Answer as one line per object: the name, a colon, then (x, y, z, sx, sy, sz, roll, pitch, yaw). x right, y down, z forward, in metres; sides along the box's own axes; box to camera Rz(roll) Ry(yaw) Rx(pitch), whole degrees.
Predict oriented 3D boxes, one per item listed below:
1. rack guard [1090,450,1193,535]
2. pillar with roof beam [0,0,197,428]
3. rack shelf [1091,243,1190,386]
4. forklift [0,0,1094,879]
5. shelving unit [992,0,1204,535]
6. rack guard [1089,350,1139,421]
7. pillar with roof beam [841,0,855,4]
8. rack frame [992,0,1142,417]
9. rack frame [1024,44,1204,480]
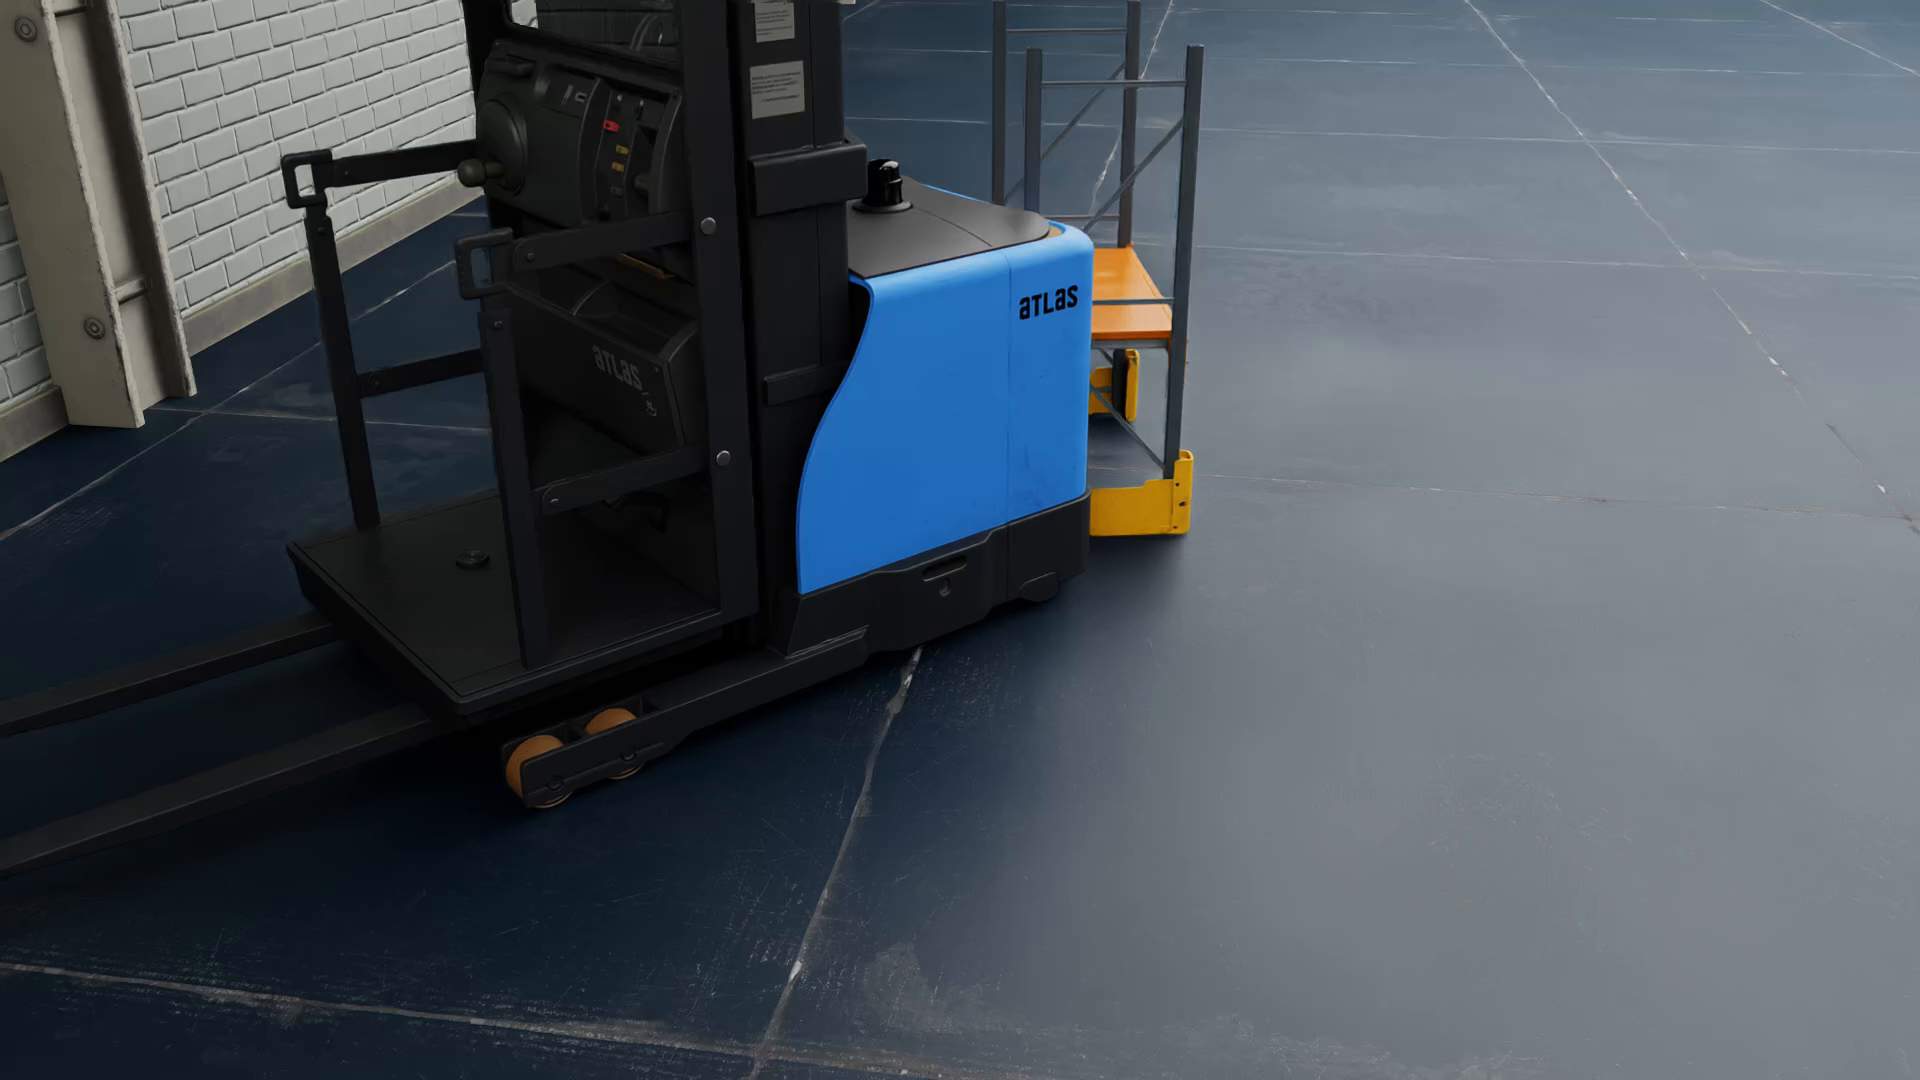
rack guard: (0.437, -0.145, 5.266, 0.587, 0.250, 0.087, -2, 25, -4)
pillar with roof beam: (1.093, -4.283, 3.784, 9.100, 9.000, 0.400, 4, 25, 9)
rack shelf: (0.400, -0.763, 5.535, 0.538, 0.185, 1.000, -2, 25, -4)
forklift: (-1.077, -0.950, 3.823, 3.031, 2.935, 1.130, -19, 31, -35)
shelving unit: (0.400, -0.922, 5.451, 0.587, 1.500, 1.083, -2, 25, -4)
rack guard: (0.363, -0.567, 6.165, 0.587, 0.250, 0.087, -2, 25, -4)
pillar with roof beam: (3.054, -9.301, 14.507, 9.100, 9.000, 0.400, 4, 25, 9)
rack frame: (0.362, -1.141, 5.918, 0.500, 1.500, 0.032, -2, 25, -4)
rack frame: (0.437, -0.711, 5.000, 0.500, 1.500, 0.032, -2, 25, -4)
